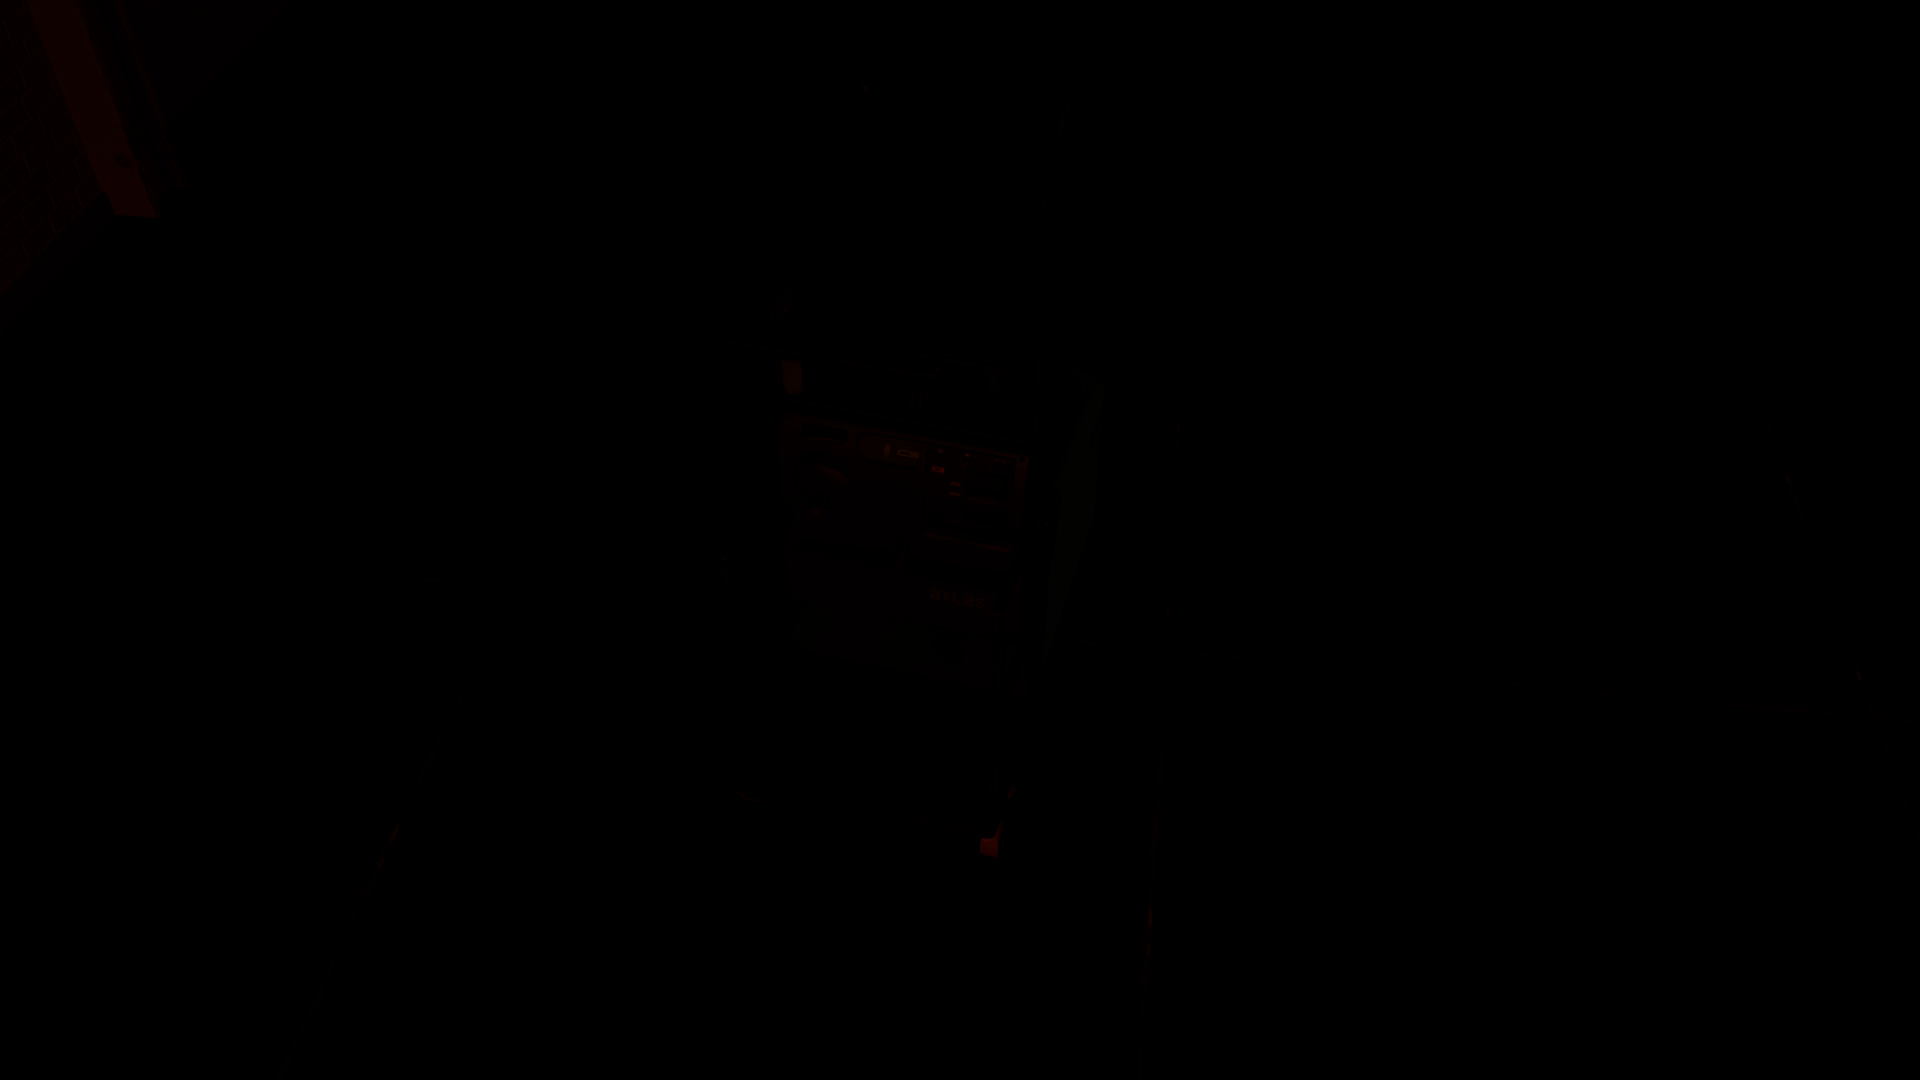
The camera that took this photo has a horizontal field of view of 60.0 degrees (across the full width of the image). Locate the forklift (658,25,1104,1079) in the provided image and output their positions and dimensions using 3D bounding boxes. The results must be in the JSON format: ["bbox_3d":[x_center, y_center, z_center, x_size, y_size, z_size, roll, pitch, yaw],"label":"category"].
[{"bbox_3d":[-0.268,-0.134,5.871,1.130,2.935,3.031,11,44,12],"label":"forklift"}]

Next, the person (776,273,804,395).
[{"bbox_3d":[-0.467,-0.880,7.713,0.871,1.550,1.070,-7,43,-8],"label":"person"}]
